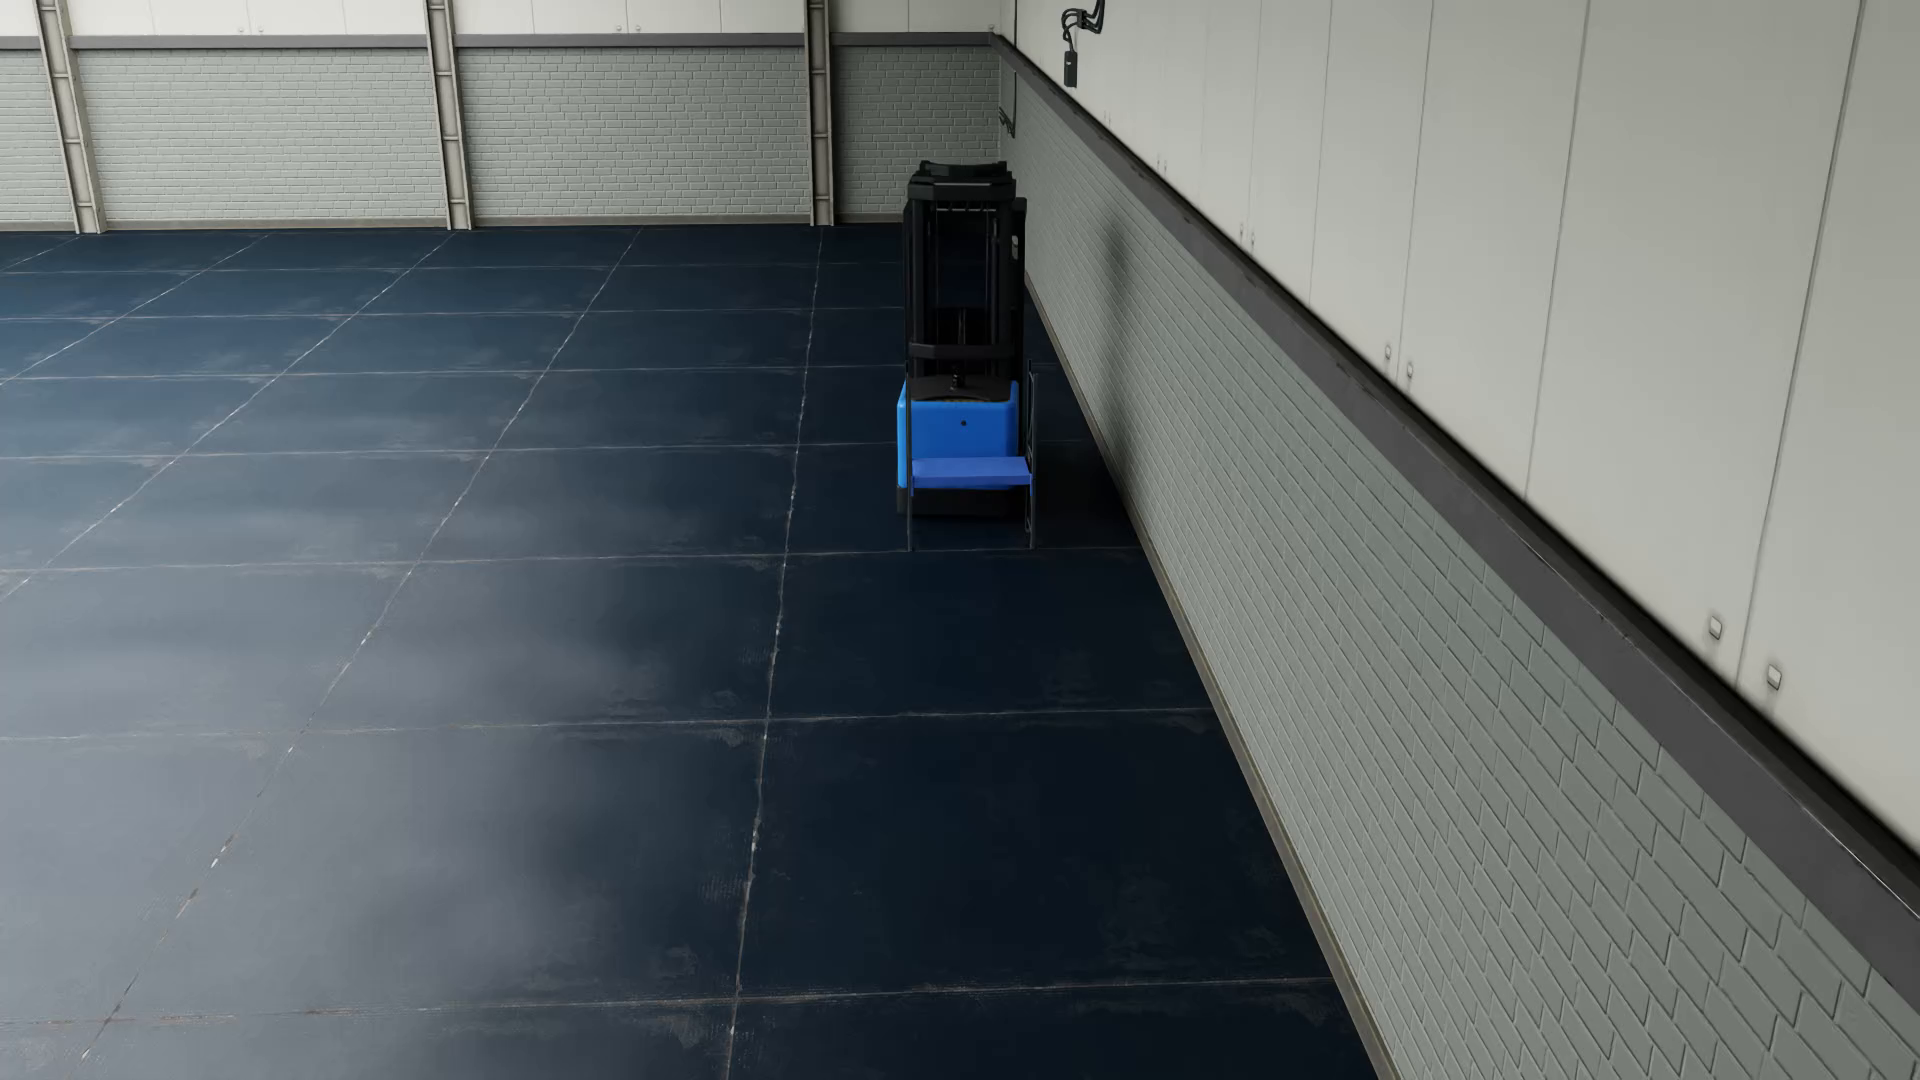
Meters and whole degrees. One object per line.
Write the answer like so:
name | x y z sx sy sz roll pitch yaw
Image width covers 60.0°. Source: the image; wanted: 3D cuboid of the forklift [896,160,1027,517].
forklift | 0.051 -2.051 15.319 1.130 2.935 3.031 1 21 3

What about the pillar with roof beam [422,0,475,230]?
pillar with roof beam | -8.061 -7.879 22.100 0.400 9.000 9.100 -1 21 -3

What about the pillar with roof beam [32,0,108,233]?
pillar with roof beam | -14.051 -7.757 21.780 0.400 9.000 9.100 -1 21 -3

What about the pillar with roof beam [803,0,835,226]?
pillar with roof beam | -2.071 -8.001 22.421 0.400 9.000 9.100 -1 21 -3

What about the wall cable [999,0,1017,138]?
wall cable | 0.700 -7.669 25.913 0.112 2.526 3.097 -1 21 -3

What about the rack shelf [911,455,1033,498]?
rack shelf | 0.085 -0.535 13.854 1.000 0.185 0.538 -1 21 -3

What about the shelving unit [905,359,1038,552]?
shelving unit | 0.085 -0.703 13.790 1.048 1.500 0.538 -1 21 -3

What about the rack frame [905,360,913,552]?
rack frame | -0.422 -0.692 13.763 0.032 1.500 0.500 -1 21 -3

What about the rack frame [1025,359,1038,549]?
rack frame | 0.593 -0.713 13.817 0.032 1.500 0.500 -1 21 -3
